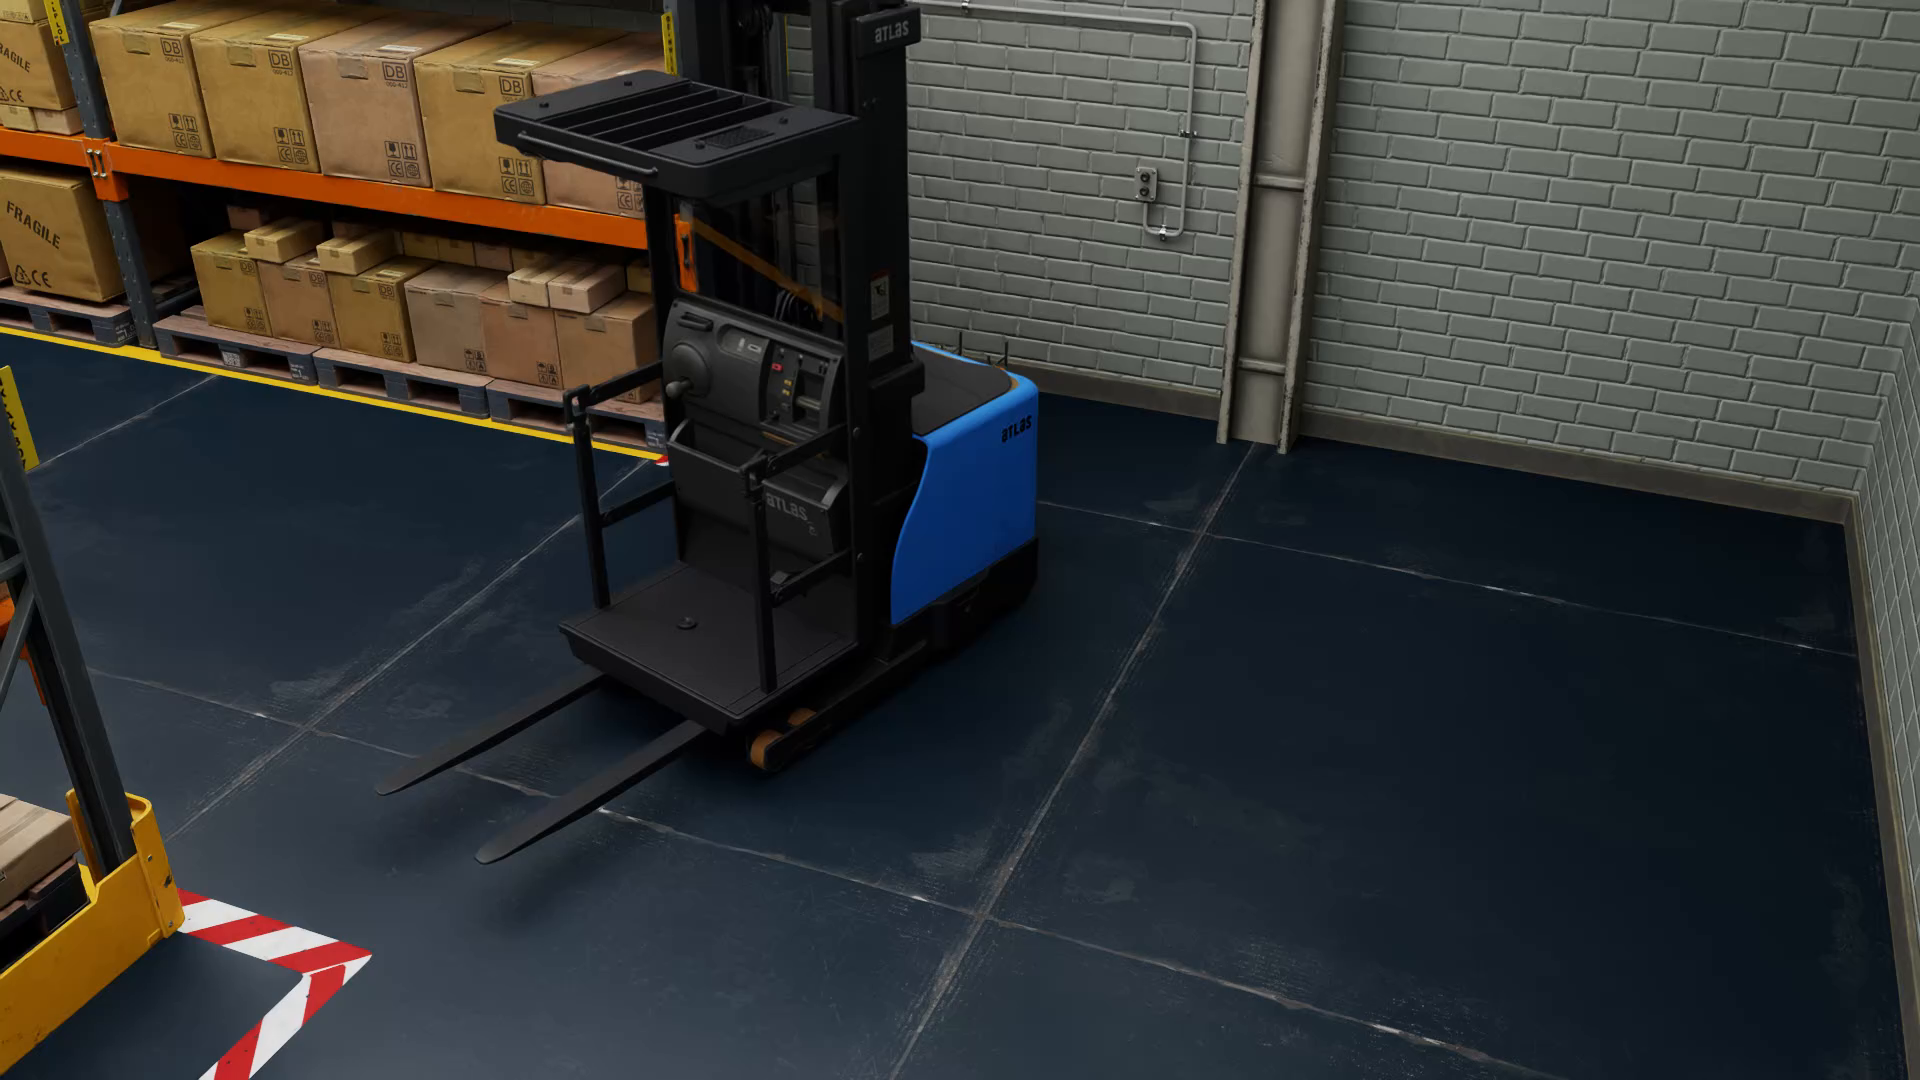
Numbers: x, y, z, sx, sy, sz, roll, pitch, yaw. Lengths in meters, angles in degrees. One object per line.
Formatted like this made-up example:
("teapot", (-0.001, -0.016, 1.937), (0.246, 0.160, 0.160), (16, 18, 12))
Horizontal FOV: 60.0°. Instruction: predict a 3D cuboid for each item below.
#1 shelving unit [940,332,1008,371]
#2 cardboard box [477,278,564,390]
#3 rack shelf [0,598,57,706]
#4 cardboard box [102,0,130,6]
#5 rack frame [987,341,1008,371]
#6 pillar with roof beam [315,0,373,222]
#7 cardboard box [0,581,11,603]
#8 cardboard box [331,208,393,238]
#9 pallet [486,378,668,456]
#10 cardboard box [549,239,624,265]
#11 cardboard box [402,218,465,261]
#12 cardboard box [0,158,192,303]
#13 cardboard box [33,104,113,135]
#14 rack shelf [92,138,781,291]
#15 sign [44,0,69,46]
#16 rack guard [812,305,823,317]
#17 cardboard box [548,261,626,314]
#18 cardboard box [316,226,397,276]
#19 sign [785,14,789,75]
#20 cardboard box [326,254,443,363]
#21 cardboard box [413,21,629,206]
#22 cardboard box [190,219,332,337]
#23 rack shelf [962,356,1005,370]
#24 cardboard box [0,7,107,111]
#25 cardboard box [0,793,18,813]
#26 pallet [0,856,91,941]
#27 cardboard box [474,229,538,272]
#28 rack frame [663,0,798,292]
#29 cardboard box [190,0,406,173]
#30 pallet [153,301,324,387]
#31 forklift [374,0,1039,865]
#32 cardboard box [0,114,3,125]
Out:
("shelving unit", (0.066, -0.455, 7.987), (0.252, 1.050, 0.215), (15, 33, 24))
("cardboard box", (-2.317, -1.256, 9.538), (0.500, 0.500, 0.700), (11, 31, 19))
("rack shelf", (-4.879, 0.217, 5.549), (4.000, 0.370, 1.077), (11, 31, 19))
("cardboard box", (-5.202, -3.438, 10.097), (0.500, 0.250, 0.500), (12, 32, 21))
("rack frame", (0.173, -0.426, 7.937), (0.008, 1.050, 0.200), (15, 33, 24))
("pillar with roof beam", (-5.518, -3.639, 5.543), (0.400, 9.000, 9.100), (11, 31, 19))
("cardboard box", (-3.338, 0.028, 5.050), (0.500, 0.500, 0.500), (12, 32, 20))
("cardboard box", (-3.545, -1.890, 9.999), (0.250, 0.149, 0.380), (10, 31, 18))
("pallet", (-1.937, -0.884, 9.599), (1.213, 0.211, 1.003), (11, 31, 19))
("cardboard box", (-2.132, -1.608, 9.500), (0.250, 0.149, 0.380), (11, 31, 19))
("cardboard box", (-3.072, -1.795, 9.832), (0.250, 0.149, 0.380), (11, 31, 18))
("cardboard box", (-5.525, -2.033, 10.557), (0.750, 0.750, 0.750), (12, 32, 20))
("cardboard box", (-5.293, -2.558, 9.963), (0.250, 0.149, 0.380), (12, 31, 20))
("rack shelf", (-3.020, -2.042, 9.546), (4.000, 0.370, 1.077), (11, 31, 19))
("sign", (-5.068, -2.946, 9.317), (0.005, 0.325, 0.100), (11, 31, 19))
("rack guard", (-1.145, -0.893, 9.321), (0.348, 0.500, 1.175), (11, 31, 19))
("cardboard box", (-2.041, -1.387, 9.110), (0.250, 0.149, 0.380), (11, 31, 19))
("cardboard box", (-3.487, -1.674, 9.618), (0.250, 0.149, 0.380), (10, 31, 18))
("sign", (-0.953, -2.649, 8.927), (0.005, 0.325, 0.100), (11, 31, 19))
("cardboard box", (-3.280, -1.445, 9.871), (0.500, 0.500, 0.700), (12, 32, 20))
("cardboard box", (-2.322, -2.335, 9.028), (0.700, 0.700, 0.980), (11, 31, 19))
("cardboard box", (-4.219, -1.635, 10.208), (0.500, 0.500, 0.700), (12, 32, 20))
("rack shelf", (0.066, -0.693, 7.853), (0.240, 0.259, 0.215), (15, 33, 24))
("cardboard box", (-5.396, -2.878, 9.868), (0.500, 0.500, 0.500), (11, 31, 18))
("cardboard box", (-3.516, 1.035, 5.802), (0.250, 0.166, 0.380), (11, 31, 19))
("pallet", (-3.835, 1.327, 5.688), (1.213, 0.211, 1.003), (11, 31, 19))
("cardboard box", (-2.600, -1.701, 9.665), (0.250, 0.149, 0.380), (12, 32, 20))
("rack frame", (-1.167, -1.985, 8.714), (0.127, 3.000, 1.000), (11, 31, 19))
("cardboard box", (-3.703, -2.611, 9.516), (0.700, 0.700, 0.980), (10, 31, 18))
("pallet", (-4.198, -1.335, 10.398), (1.213, 0.211, 1.003), (11, 31, 19))
("forklift", (-0.960, -0.631, 6.388), (1.130, 2.935, 3.031), (22, 36, 33))
("cardboard box", (-5.759, -2.663, 10.147), (0.250, 0.149, 0.380), (12, 32, 21))
